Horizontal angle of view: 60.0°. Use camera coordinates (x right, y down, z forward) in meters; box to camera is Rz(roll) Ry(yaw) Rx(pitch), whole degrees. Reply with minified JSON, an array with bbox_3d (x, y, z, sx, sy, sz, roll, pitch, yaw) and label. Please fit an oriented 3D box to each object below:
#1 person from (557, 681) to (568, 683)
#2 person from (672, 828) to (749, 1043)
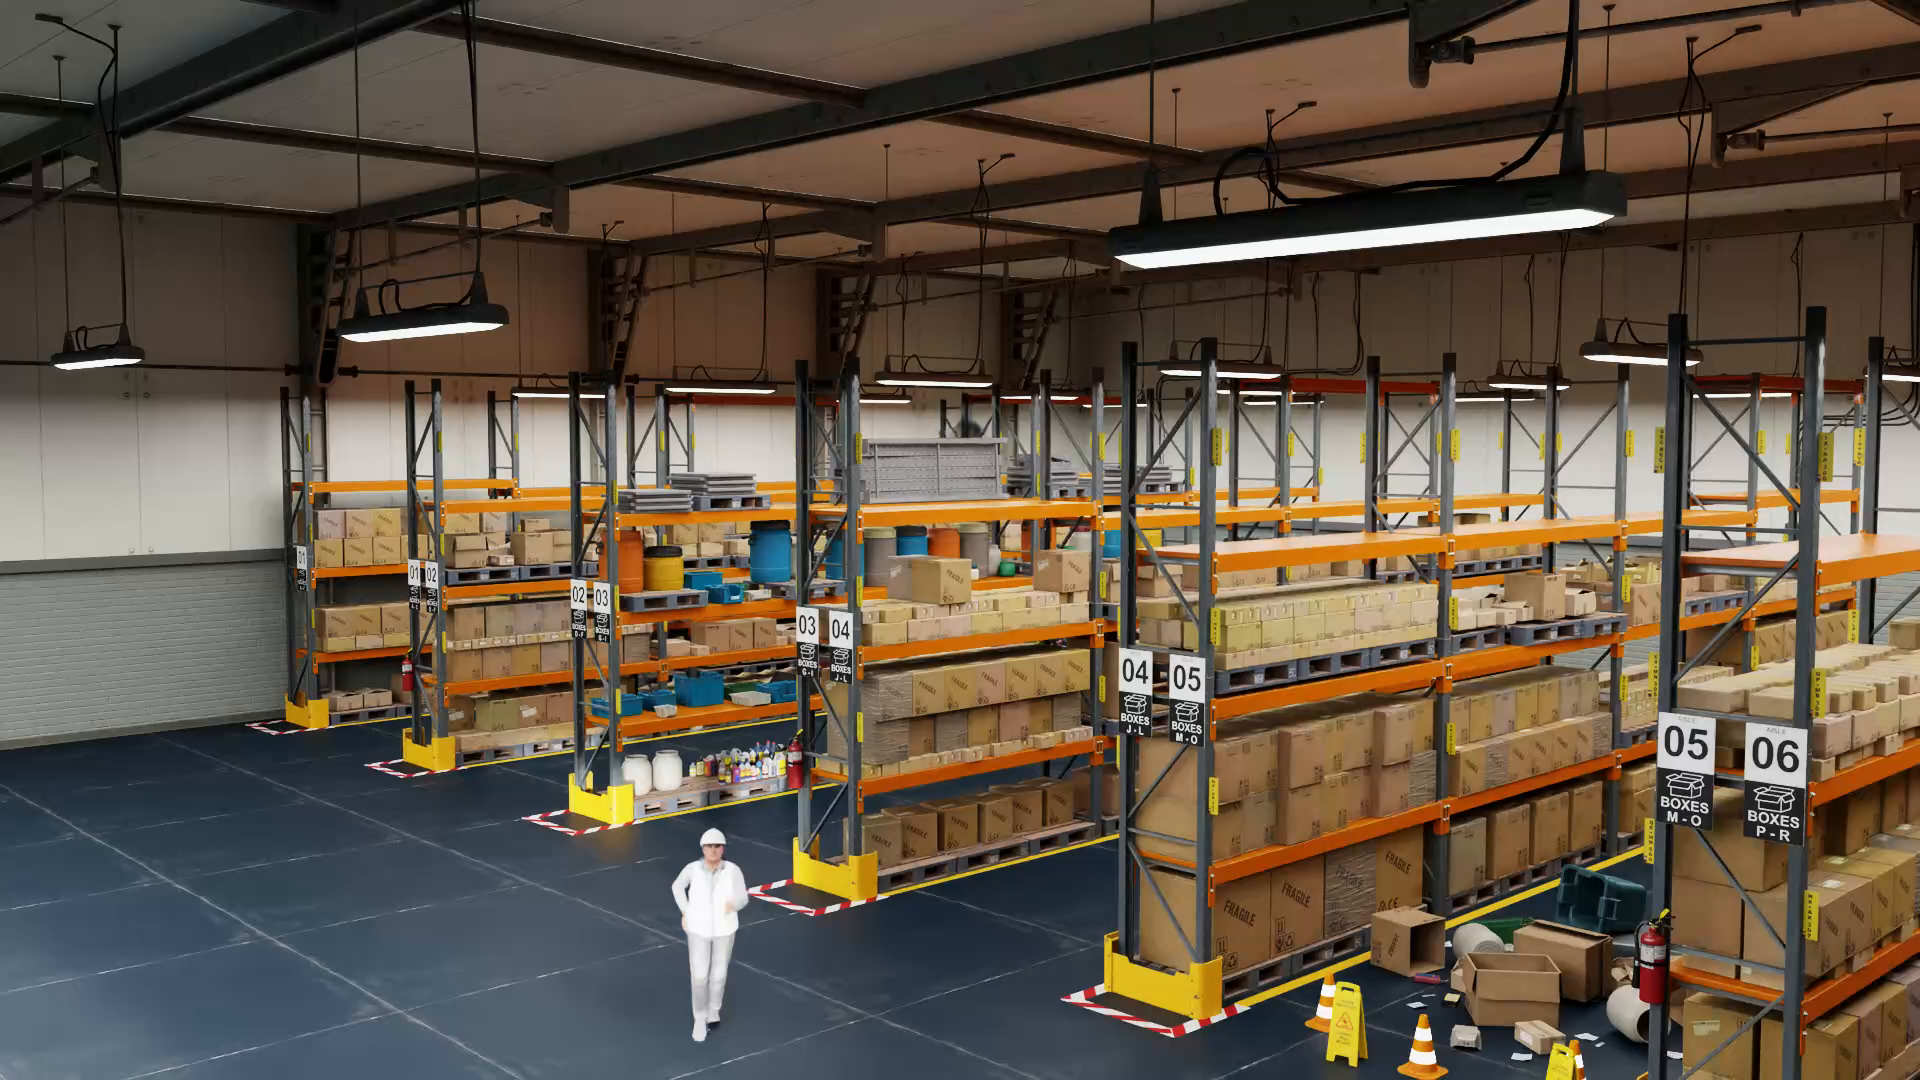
[{"bbox_3d":[-7.172,2.427,29.982,0.639,1.710,1.034,3,5,38],"label":"person"},{"bbox_3d":[-2.129,3.378,14.269,0.635,1.813,0.751,-1,4,-14],"label":"person"}]
